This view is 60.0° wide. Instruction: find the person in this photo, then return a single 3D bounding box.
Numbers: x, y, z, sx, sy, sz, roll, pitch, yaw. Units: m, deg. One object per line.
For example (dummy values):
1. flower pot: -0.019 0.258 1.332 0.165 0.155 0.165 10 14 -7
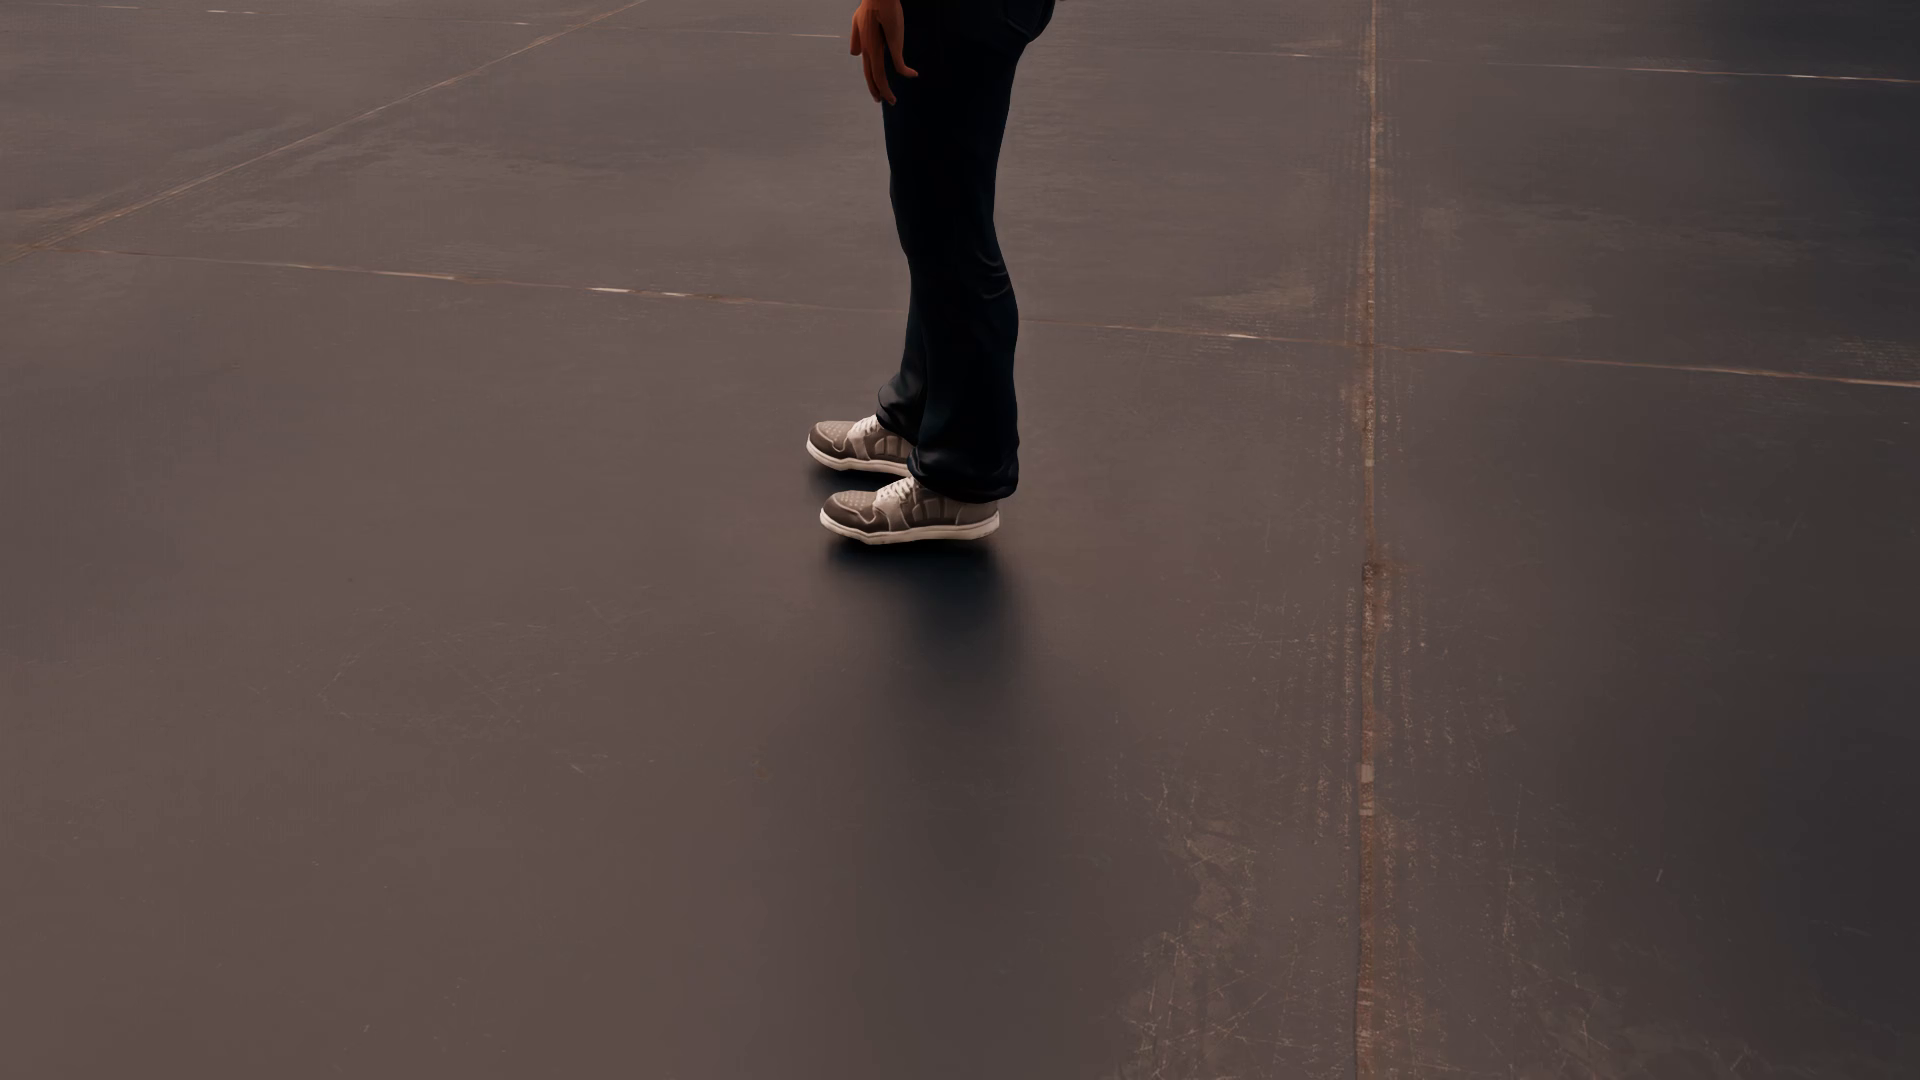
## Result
1. person: -0.069 -0.733 2.164 0.476 1.597 0.520 6 27 11
